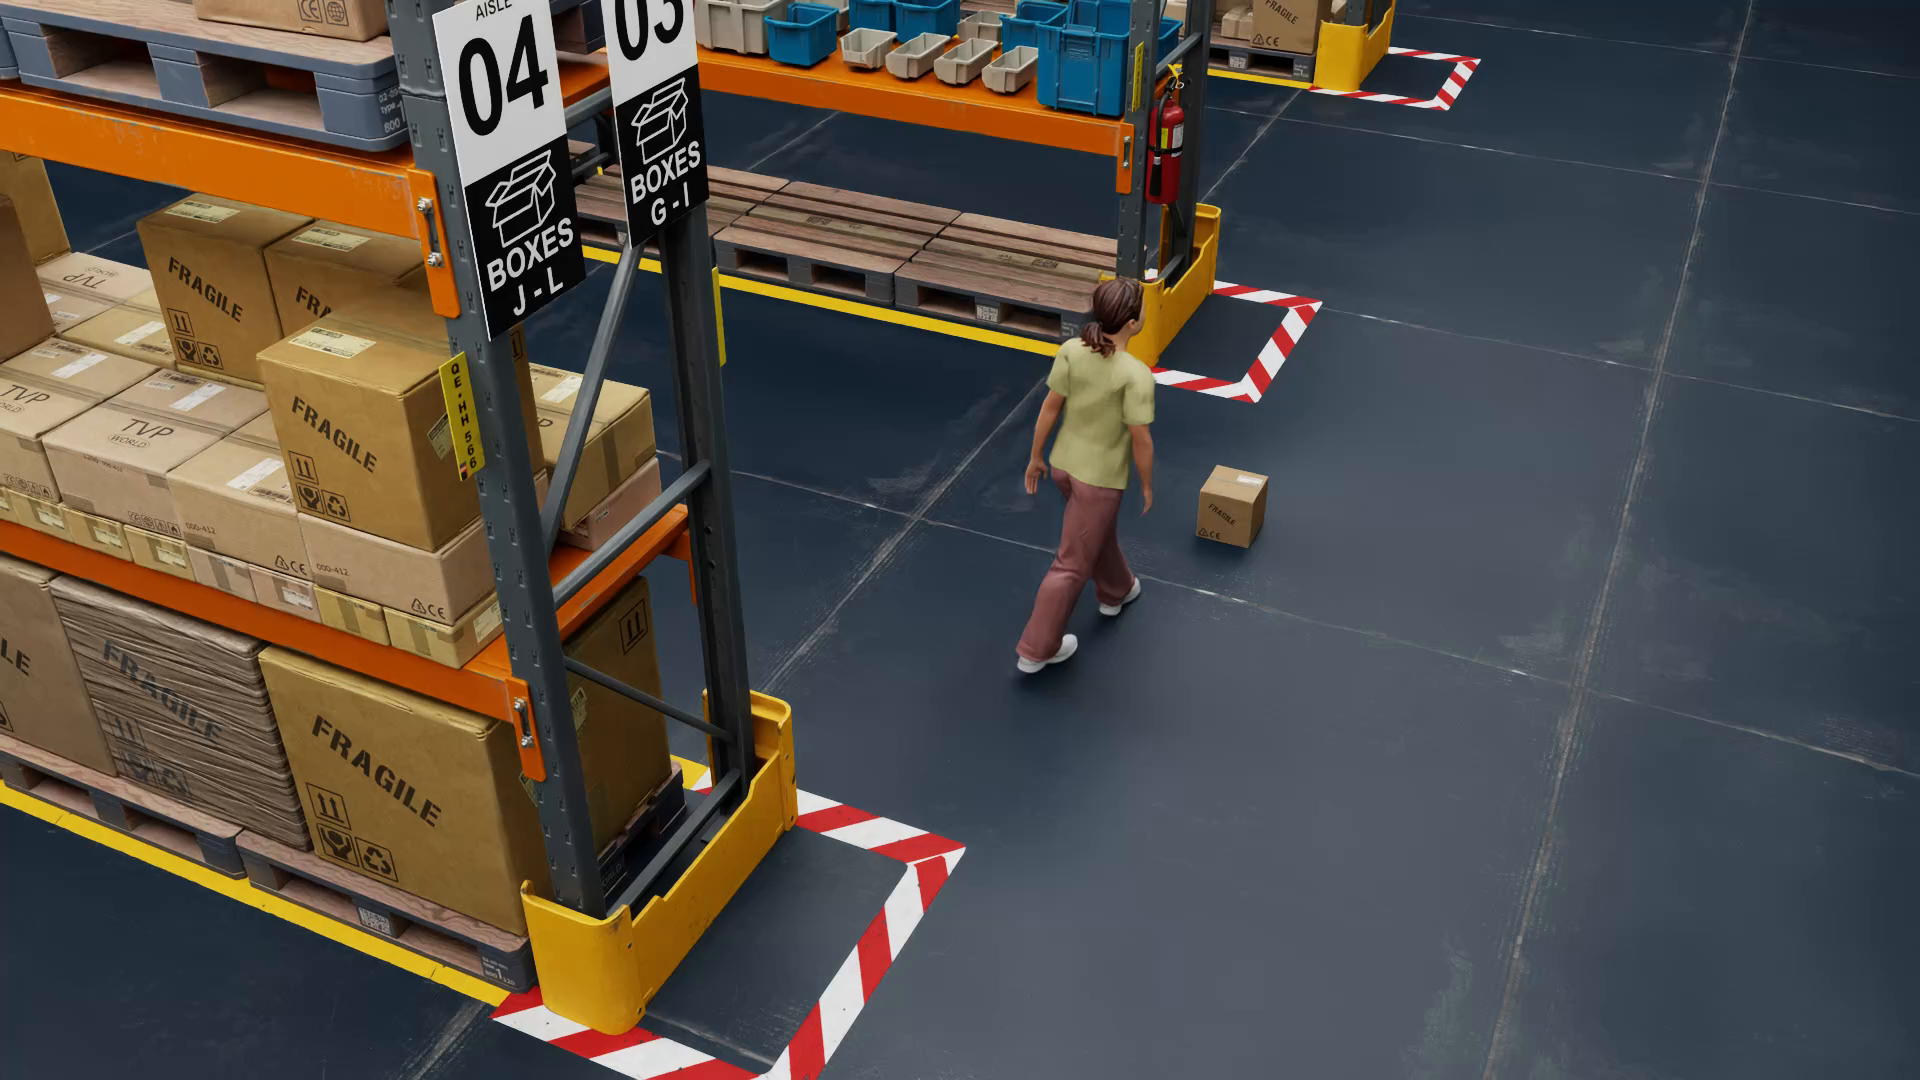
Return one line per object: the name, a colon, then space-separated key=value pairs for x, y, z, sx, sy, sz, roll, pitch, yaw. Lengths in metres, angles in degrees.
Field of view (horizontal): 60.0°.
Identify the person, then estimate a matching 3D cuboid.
person: x=0.570 y=-0.263 z=6.533 sx=0.832 sy=1.642 sz=0.469 roll=-25 pitch=41 yaw=-32
